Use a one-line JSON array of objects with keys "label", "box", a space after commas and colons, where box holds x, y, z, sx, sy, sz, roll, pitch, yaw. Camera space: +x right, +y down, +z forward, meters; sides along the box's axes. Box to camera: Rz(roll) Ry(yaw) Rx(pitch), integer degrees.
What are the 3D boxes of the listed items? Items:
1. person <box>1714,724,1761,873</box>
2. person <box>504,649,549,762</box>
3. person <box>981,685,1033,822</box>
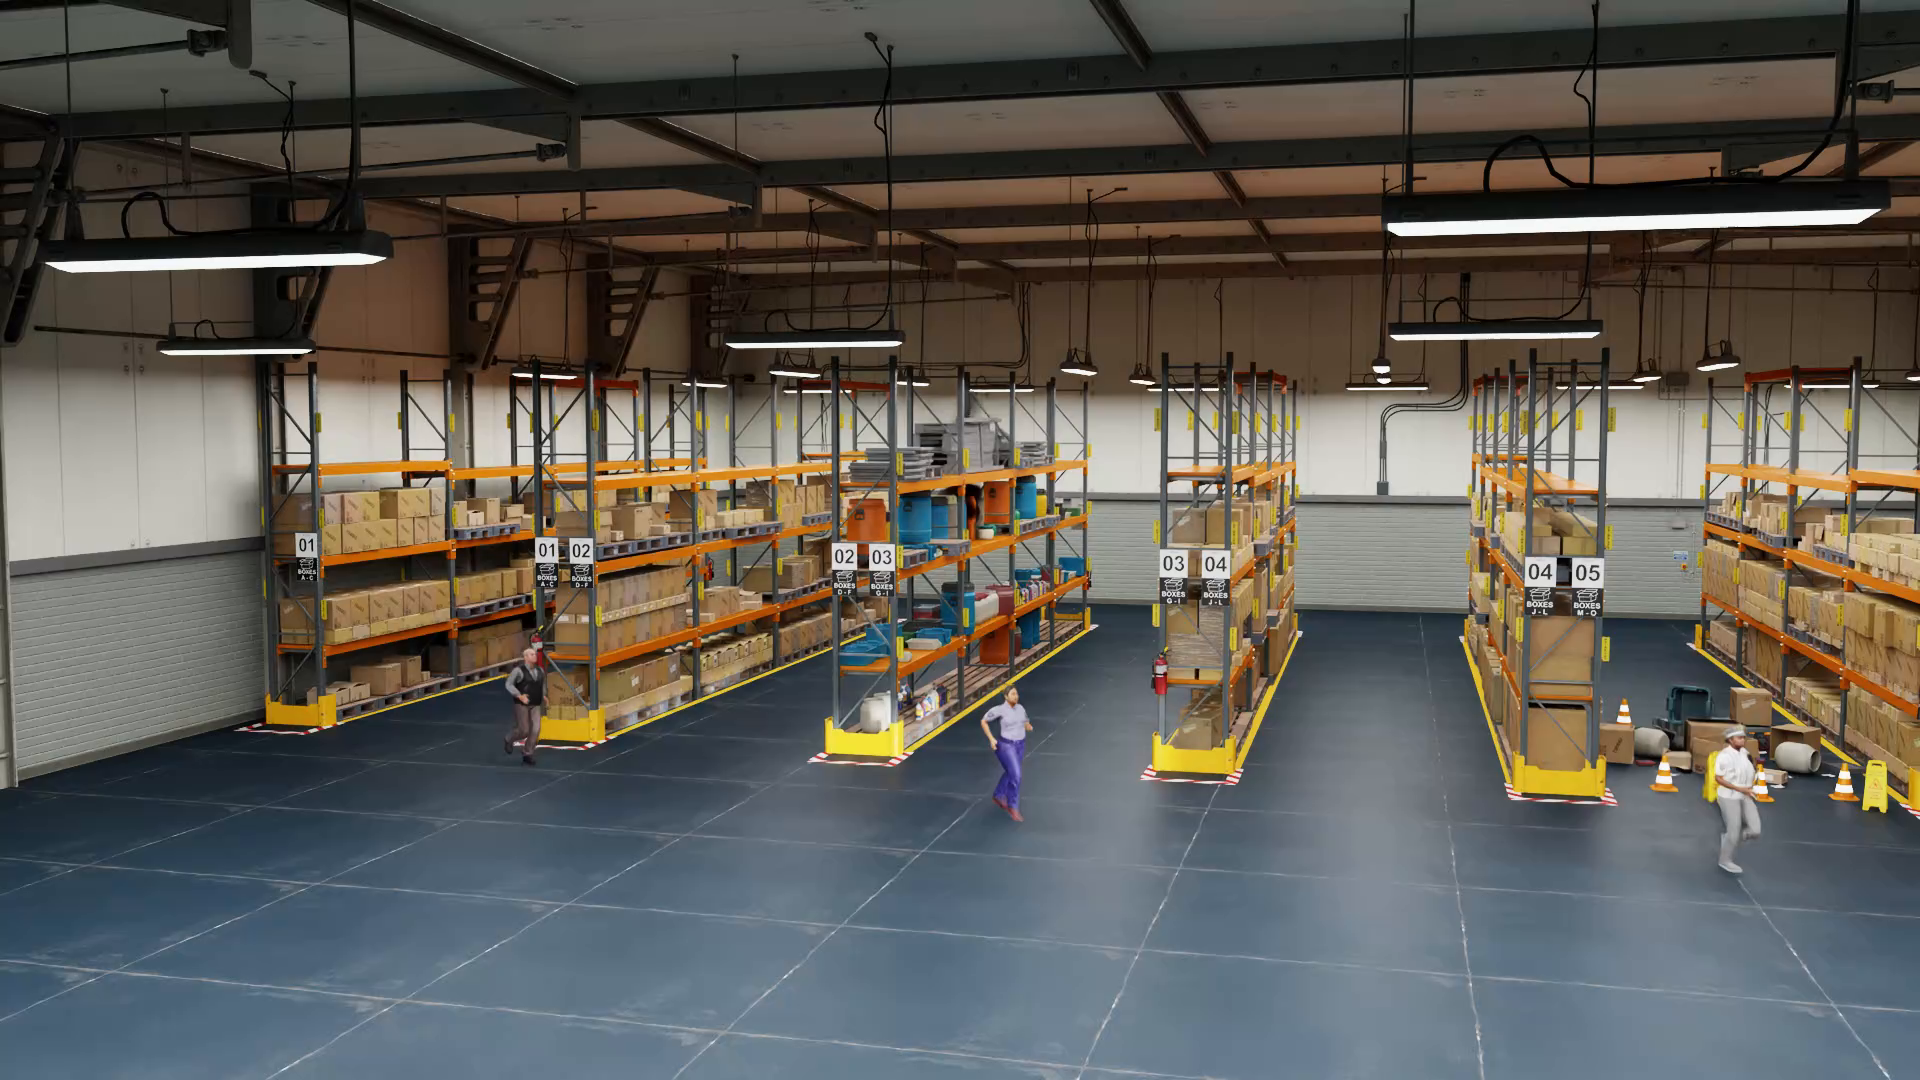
[{"label": "person", "box": [8.679, 2.876, 18.540, 0.570, 1.661, 0.555, -2, 4, -24]}, {"label": "person", "box": [-6.423, 2.444, 24.673, 0.653, 1.676, 0.695, 4, 6, 43]}, {"label": "person", "box": [0.633, 2.709, 21.170, 0.754, 1.692, 0.581, 4, 6, 45]}]
